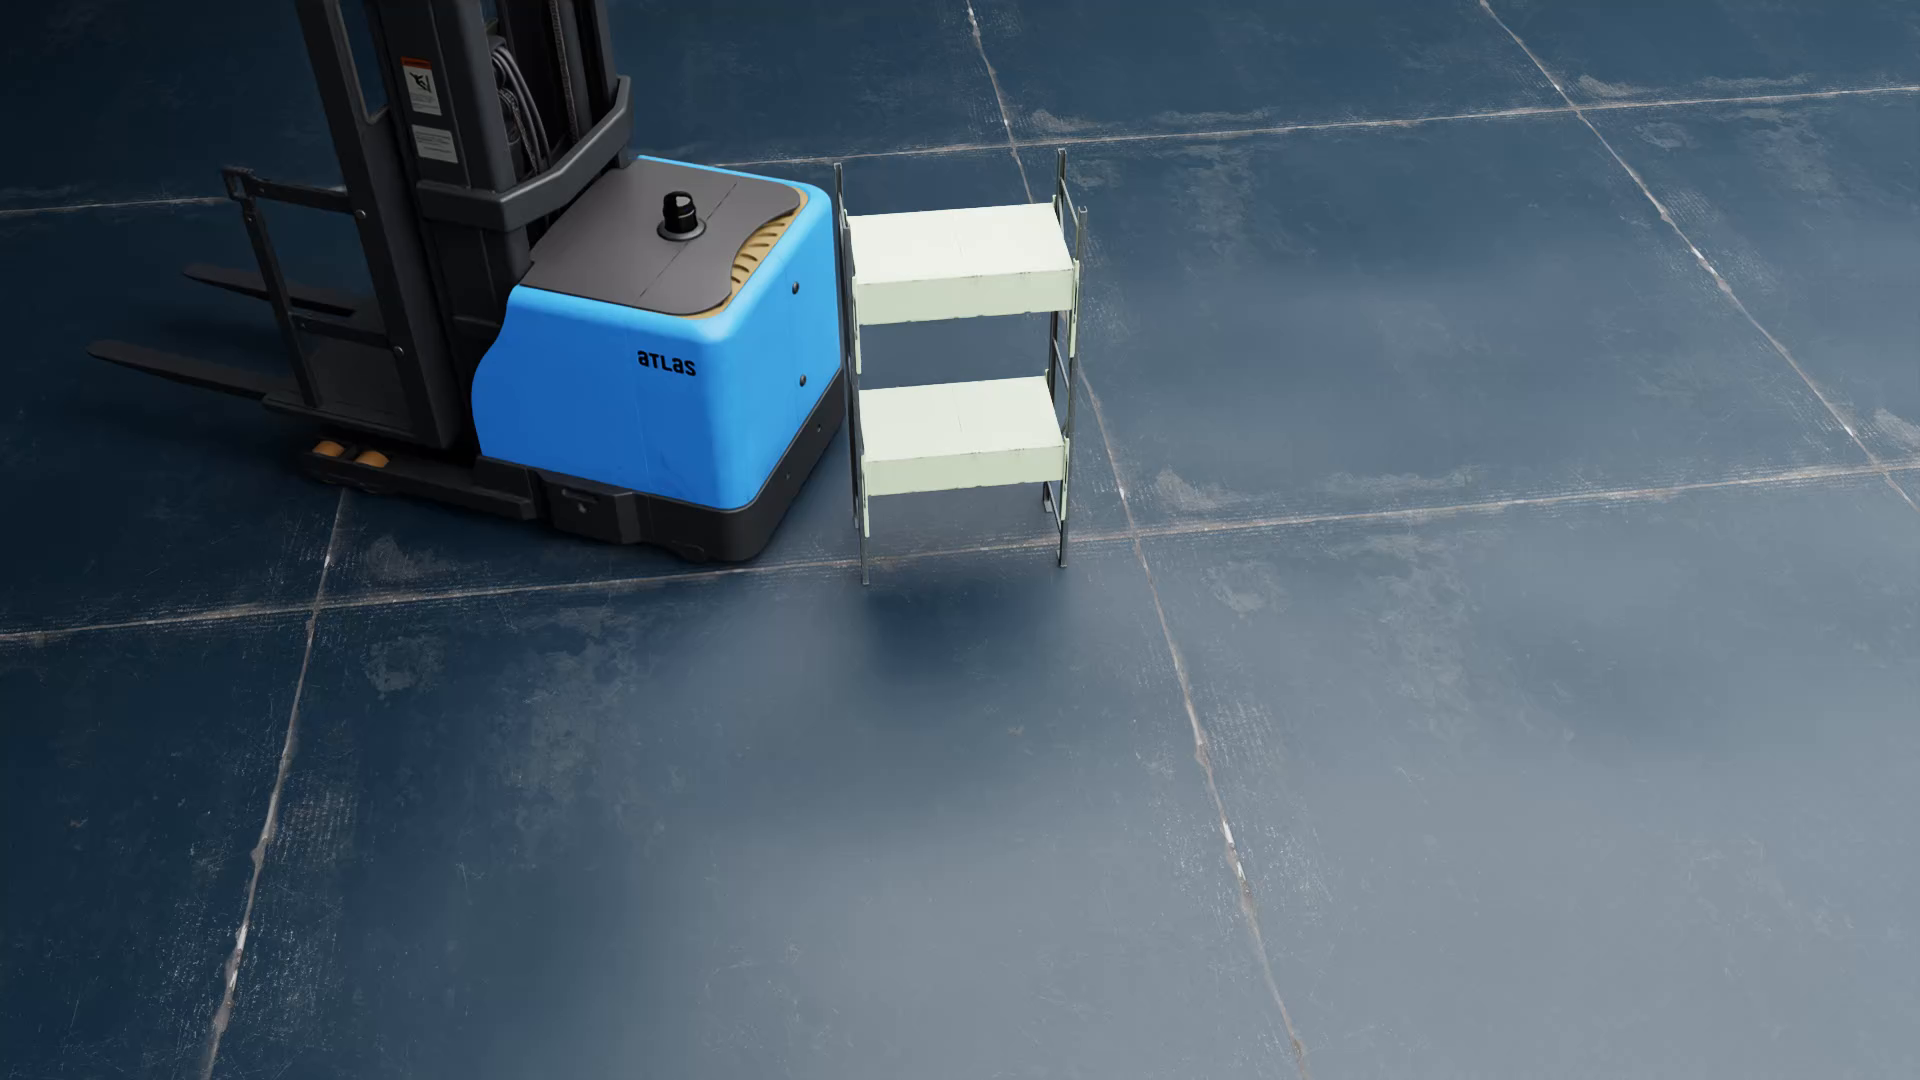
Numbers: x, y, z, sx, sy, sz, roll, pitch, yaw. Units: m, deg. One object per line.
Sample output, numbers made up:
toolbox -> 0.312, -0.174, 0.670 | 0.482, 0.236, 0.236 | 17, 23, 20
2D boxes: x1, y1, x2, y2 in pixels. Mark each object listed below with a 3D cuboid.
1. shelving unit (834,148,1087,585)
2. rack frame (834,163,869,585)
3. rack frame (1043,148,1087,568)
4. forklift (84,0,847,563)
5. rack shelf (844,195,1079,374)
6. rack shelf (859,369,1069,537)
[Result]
shelving unit -> -0.007, -0.556, 5.747 | 0.755, 1.500, 0.431 | -5, 42, -6
rack frame -> -0.370, -0.525, 5.712 | 0.023, 1.500, 0.400 | -5, 42, -6
rack frame -> 0.356, -0.588, 5.782 | 0.023, 1.500, 0.400 | -5, 42, -6
forklift -> -2.030, -1.590, 5.824 | 3.031, 2.935, 1.130 | 13, 44, 14
rack shelf -> -0.007, -0.846, 5.486 | 0.720, 0.370, 0.431 | -5, 42, -6
rack shelf -> -0.007, -0.314, 5.965 | 0.720, 0.370, 0.431 | -5, 42, -6
